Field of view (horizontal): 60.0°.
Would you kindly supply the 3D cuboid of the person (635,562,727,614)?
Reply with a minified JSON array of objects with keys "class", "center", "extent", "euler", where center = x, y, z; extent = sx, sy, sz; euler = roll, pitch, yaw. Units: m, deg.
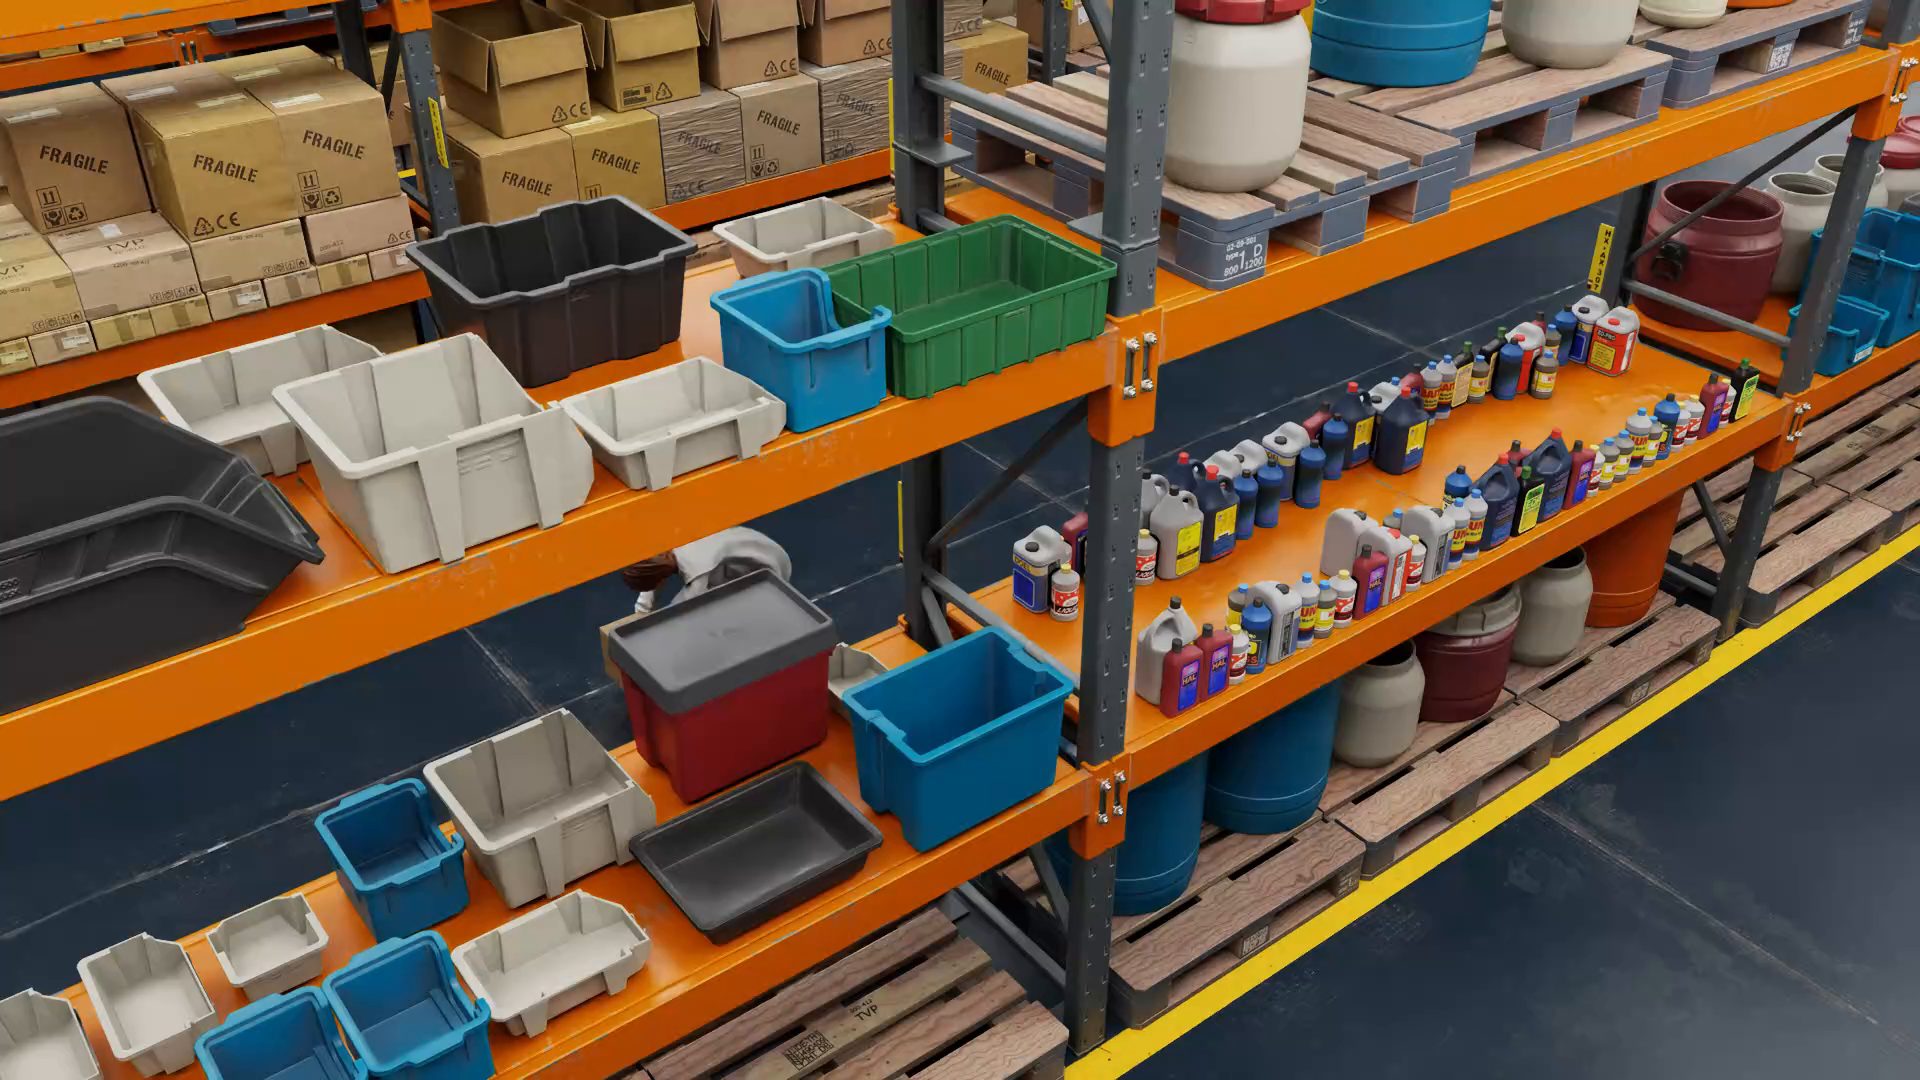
[{"class":"person","center":[-1.074,0.156,7.306],"extent":[0.706,0.483,0.380],"euler":[-24,40,-32]}]
